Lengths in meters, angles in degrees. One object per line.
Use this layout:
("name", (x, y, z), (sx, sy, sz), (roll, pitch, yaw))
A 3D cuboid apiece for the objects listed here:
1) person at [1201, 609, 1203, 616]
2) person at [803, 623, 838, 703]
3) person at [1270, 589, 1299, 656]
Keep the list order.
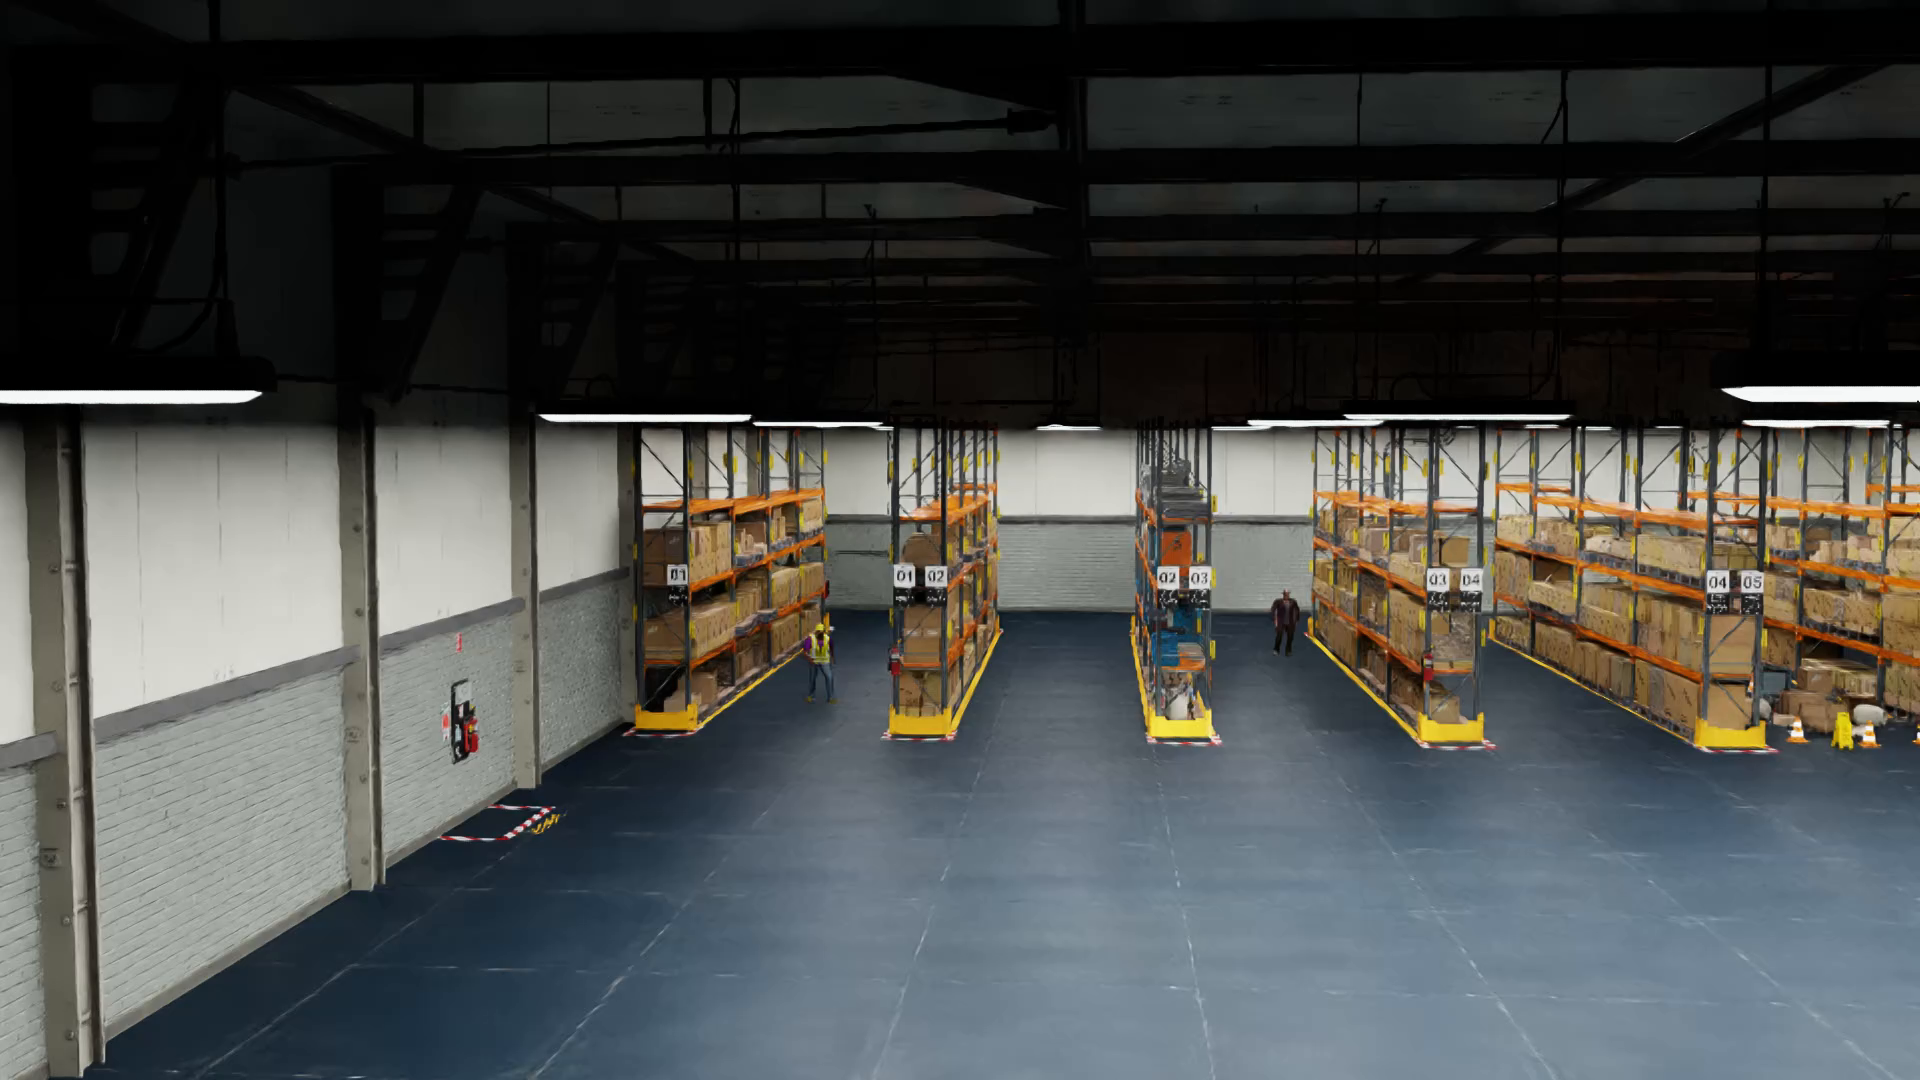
("person", (6.967, 1.746, 48.573), (0.493, 1.605, 1.000), (0, 4, 4))
("person", (-2.967, 2.577, 35.082), (0.710, 1.703, 0.836), (-1, 4, -11))
("person", (8.284, 2.093, 42.420), (0.729, 1.733, 0.546), (0, 4, 3))
